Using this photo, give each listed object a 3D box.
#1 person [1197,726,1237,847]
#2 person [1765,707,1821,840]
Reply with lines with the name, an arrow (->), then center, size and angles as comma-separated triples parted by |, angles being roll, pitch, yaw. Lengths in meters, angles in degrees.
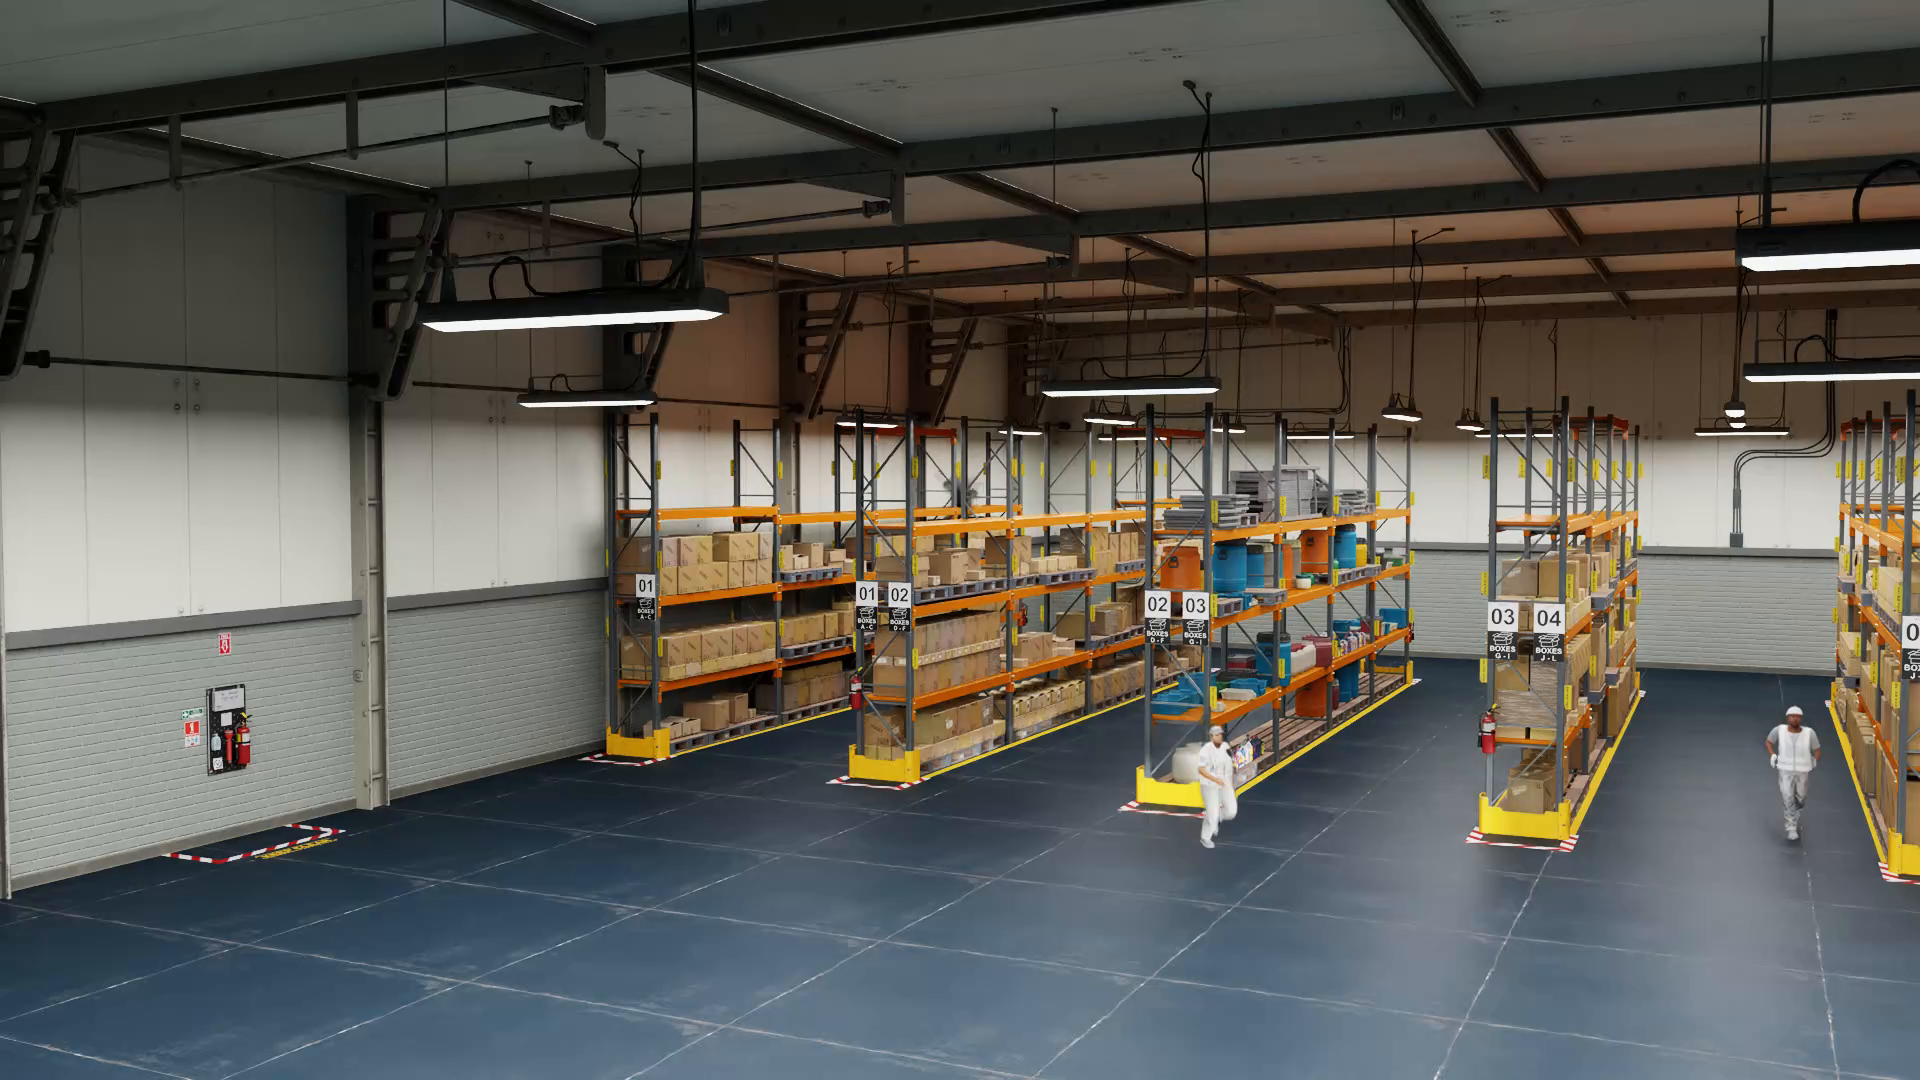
person -> 3.437, 3.268, 22.055 | 0.631, 1.626, 0.598 | -1, 3, -24
person -> 11.441, 3.167, 22.837 | 0.681, 1.776, 0.879 | 1, 3, 23
